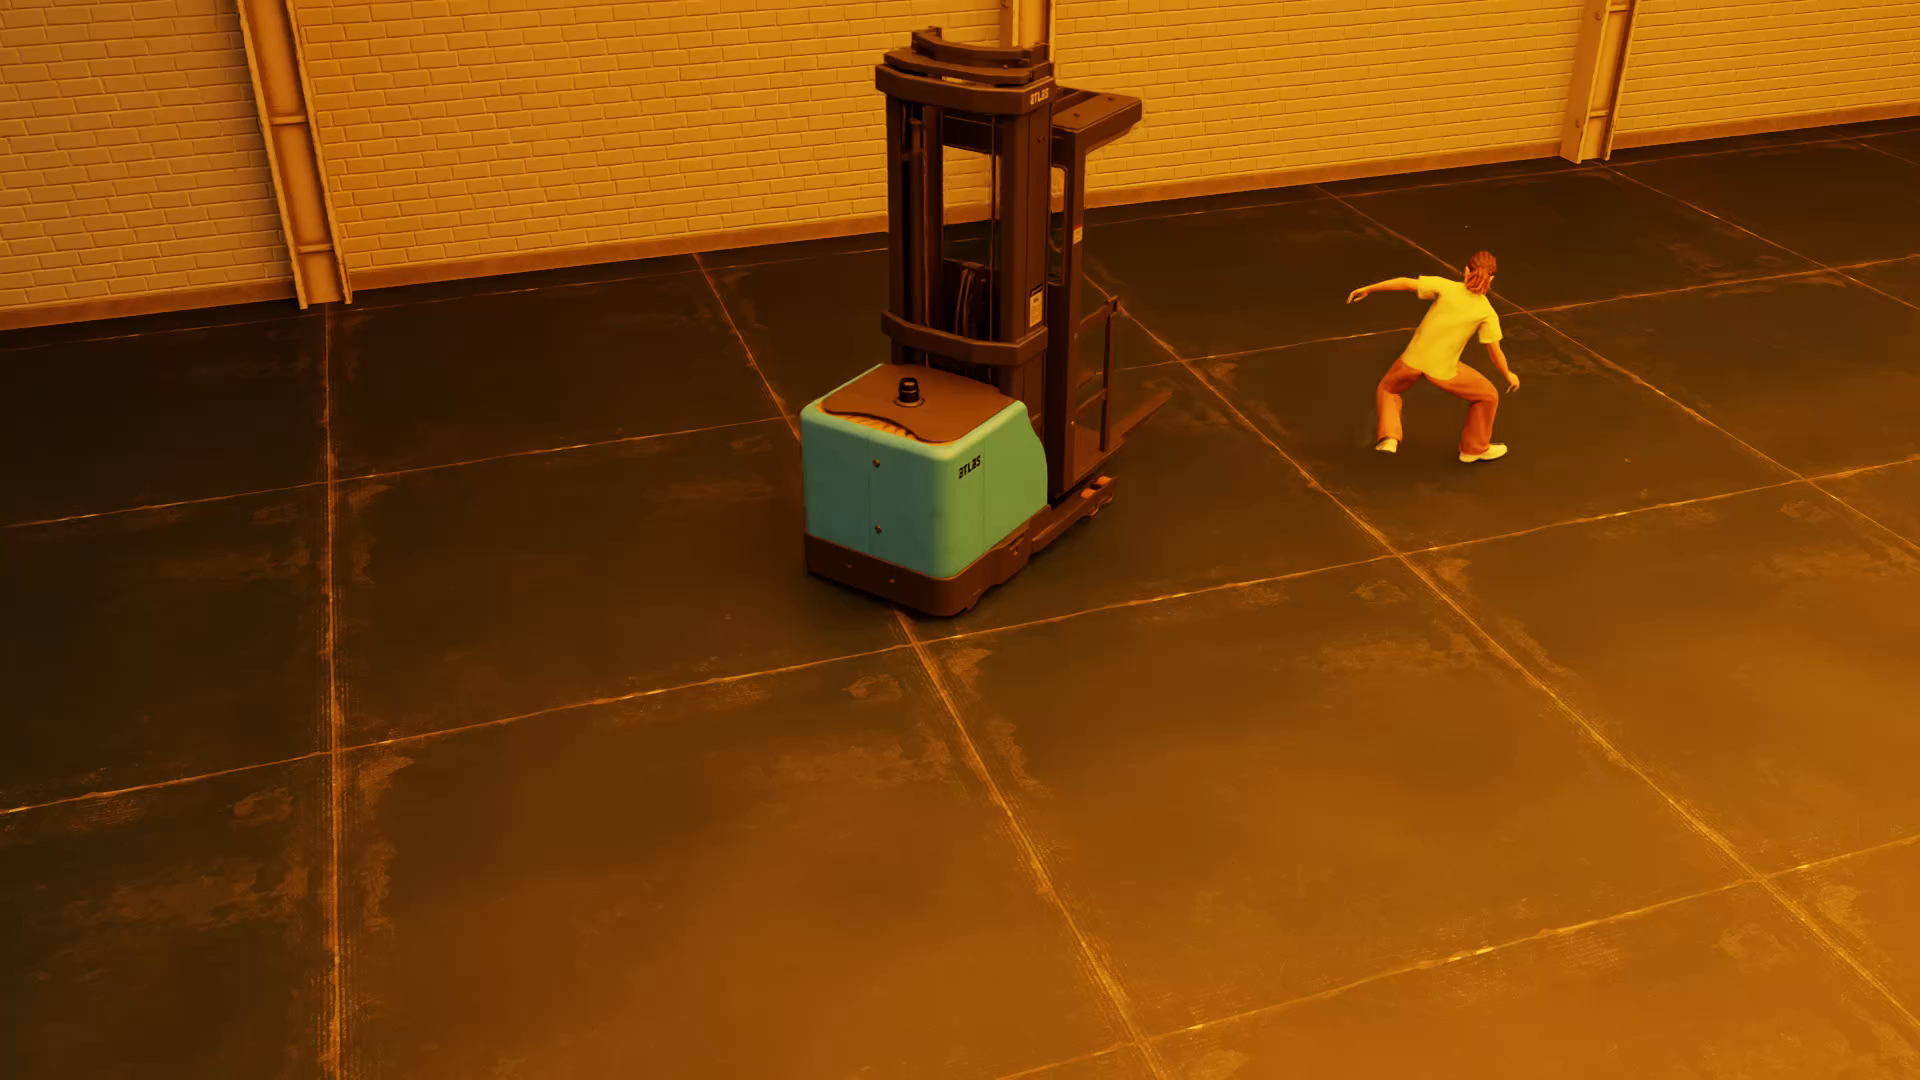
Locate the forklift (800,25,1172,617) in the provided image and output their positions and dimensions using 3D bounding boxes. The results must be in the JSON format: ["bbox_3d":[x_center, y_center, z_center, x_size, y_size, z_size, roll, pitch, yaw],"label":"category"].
[{"bbox_3d":[0.333,-1.540,9.763,1.130,2.935,3.031,18,35,29],"label":"forklift"}]

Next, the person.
[{"bbox_3d":[2.990,-1.132,10.572,1.069,1.419,0.712,17,34,27],"label":"person"}]
